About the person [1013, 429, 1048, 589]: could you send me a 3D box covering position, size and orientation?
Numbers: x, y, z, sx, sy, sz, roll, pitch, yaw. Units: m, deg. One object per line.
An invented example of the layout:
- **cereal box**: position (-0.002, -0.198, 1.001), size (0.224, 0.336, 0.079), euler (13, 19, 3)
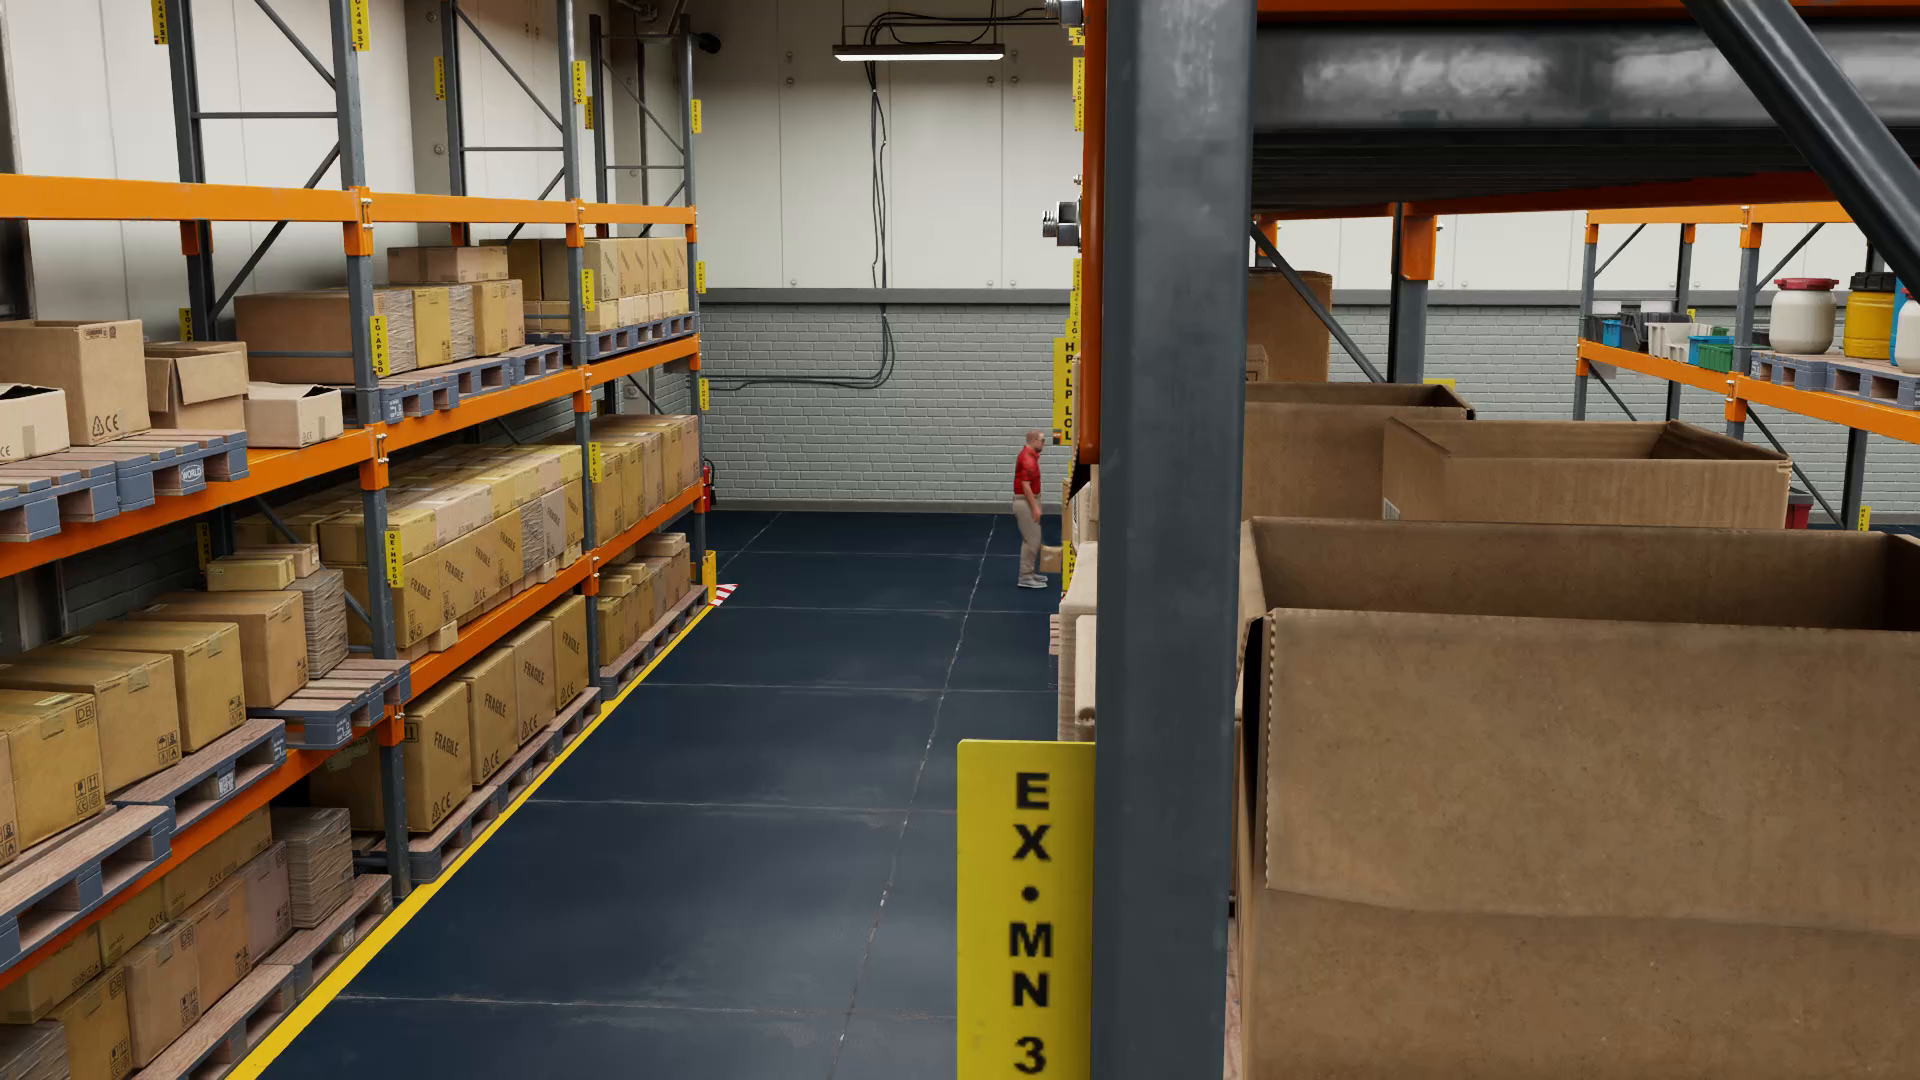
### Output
- **person**: position (0.779, -0.360, 18.370), size (0.394, 1.728, 0.570), euler (0, 11, 2)
